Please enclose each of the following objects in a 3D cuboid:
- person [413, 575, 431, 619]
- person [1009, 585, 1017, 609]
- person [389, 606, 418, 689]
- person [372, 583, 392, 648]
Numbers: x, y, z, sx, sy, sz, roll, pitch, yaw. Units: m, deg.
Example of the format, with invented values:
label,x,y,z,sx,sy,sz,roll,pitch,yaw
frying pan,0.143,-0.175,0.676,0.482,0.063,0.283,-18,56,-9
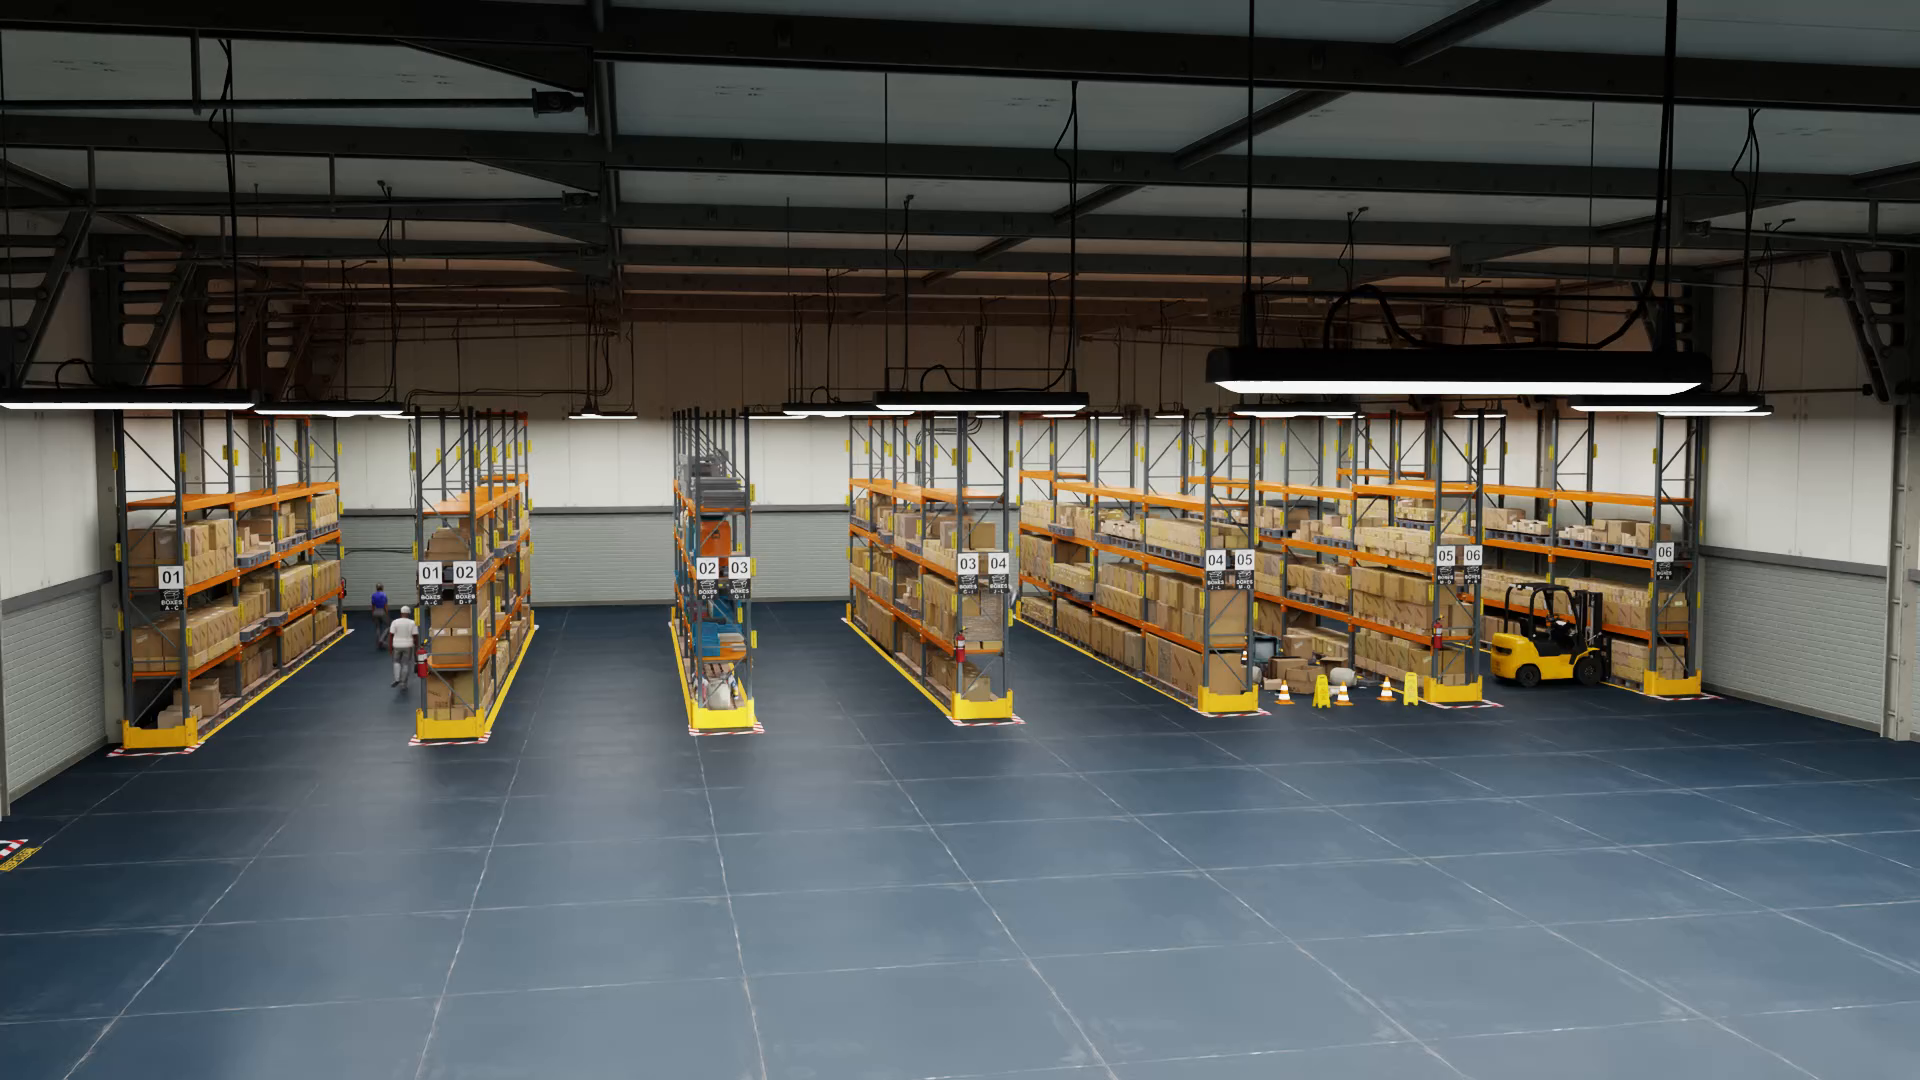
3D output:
label,x,y,z,sx,sy,sz,roll,pitch,yaw
person,-15.492,1.404,48.284,0.973,1.740,0.585,2,4,23
person,1.215,1.741,44.815,0.648,1.603,0.696,0,4,-2
person,-11.920,2.300,35.617,0.611,1.761,0.478,-1,4,-8
person,-14.643,1.904,42.085,0.489,1.658,0.342,1,4,18
